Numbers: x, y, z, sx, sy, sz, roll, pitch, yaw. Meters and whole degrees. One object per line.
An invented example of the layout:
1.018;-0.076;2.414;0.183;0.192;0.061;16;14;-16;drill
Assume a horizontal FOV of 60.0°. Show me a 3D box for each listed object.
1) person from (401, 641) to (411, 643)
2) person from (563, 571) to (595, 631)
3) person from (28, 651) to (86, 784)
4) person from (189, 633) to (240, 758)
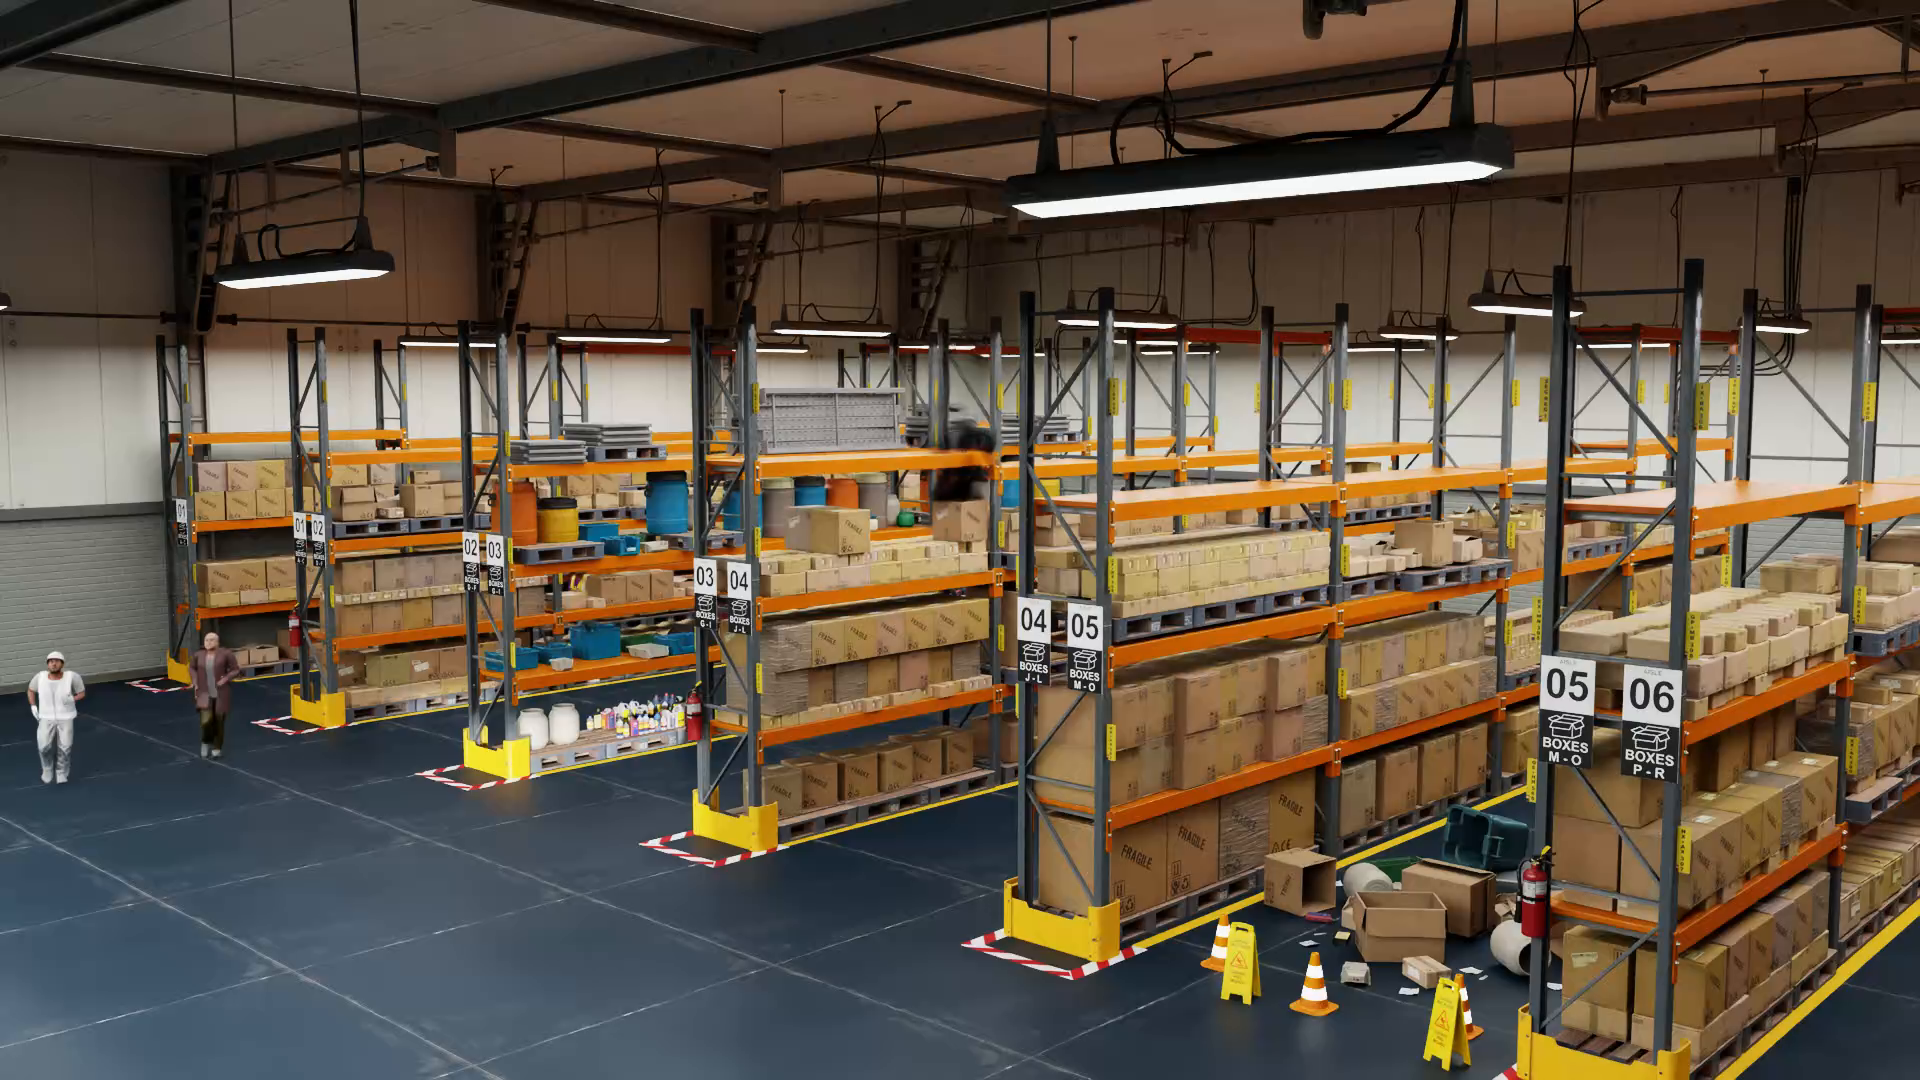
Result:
-9.381;1.704;28.238;0.590;1.691;1.038;5;7;43;person
-7.211;1.288;31.821;0.640;1.796;0.890;4;7;35;person
-11.568;2.292;21.294;0.675;1.736;0.636;-2;6;-22;person
-10.250;2.177;22.845;0.685;1.682;0.677;-2;6;-16;person
